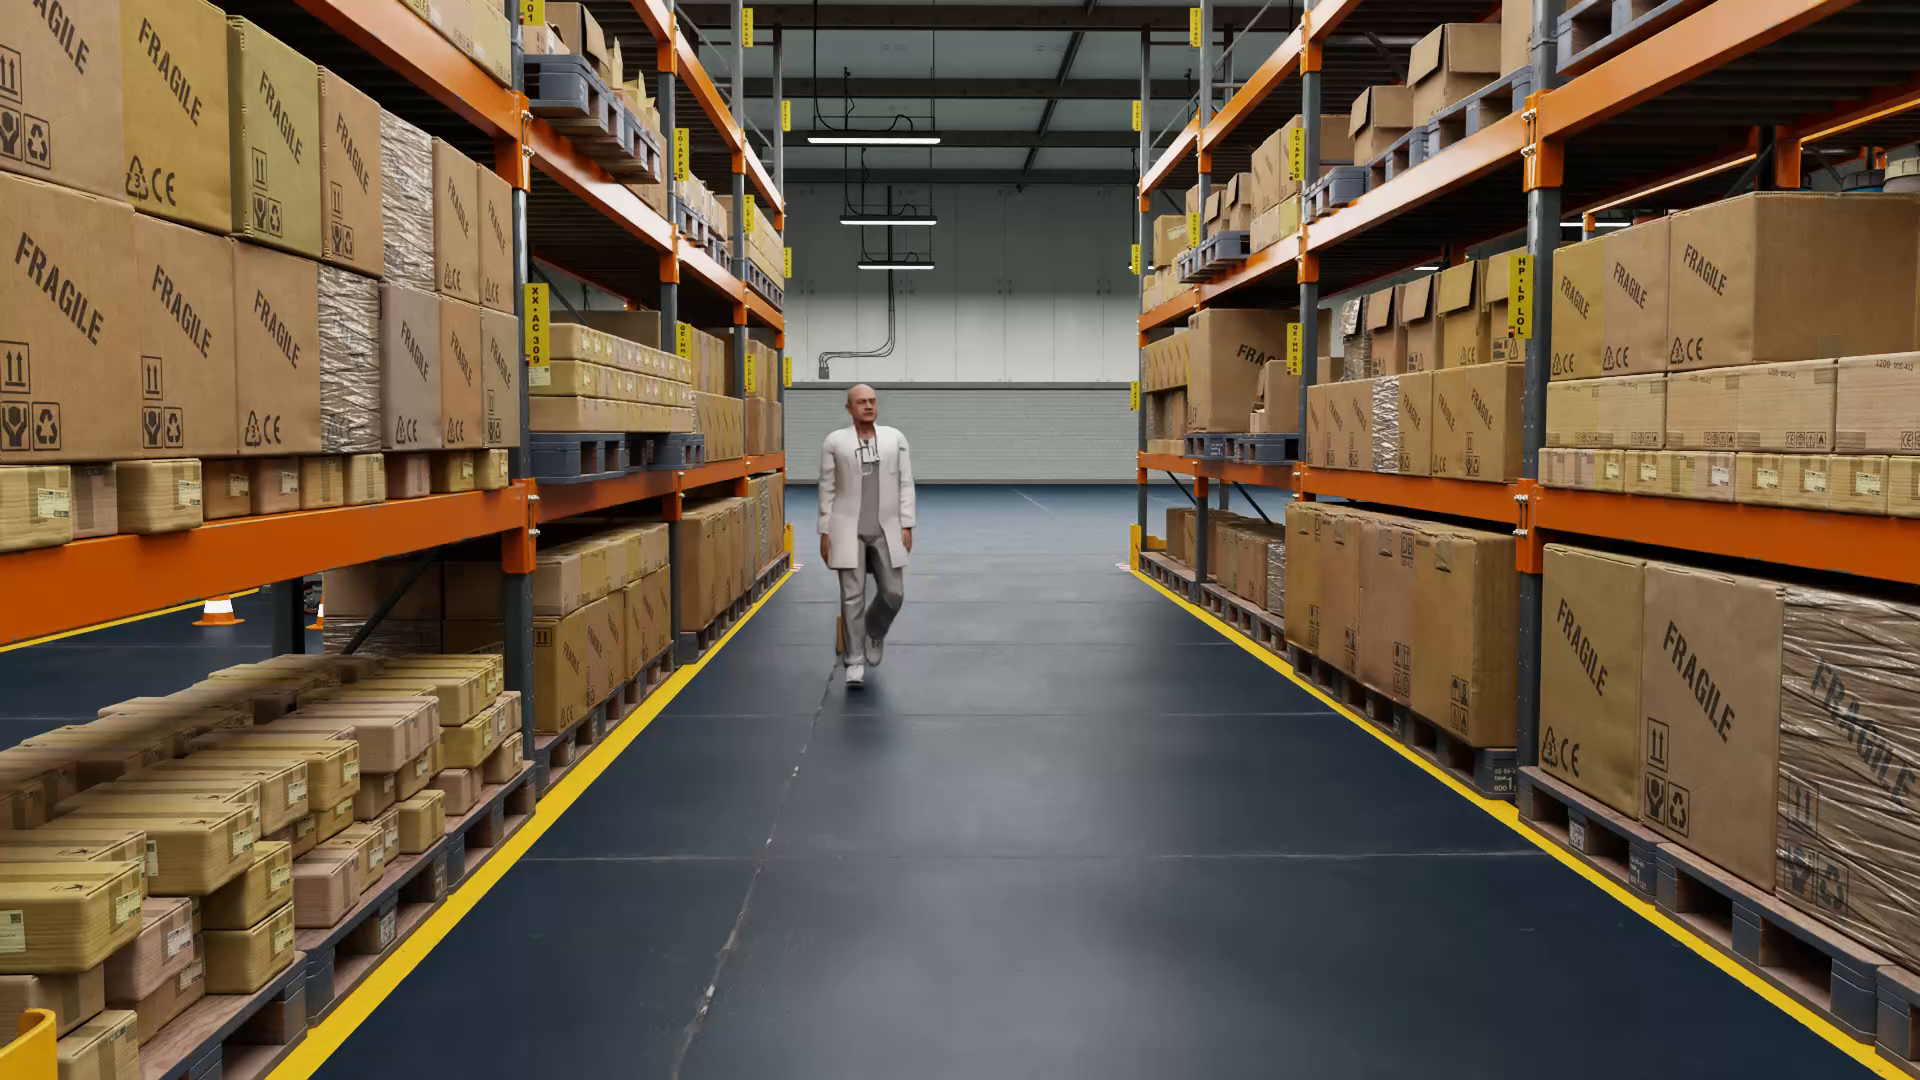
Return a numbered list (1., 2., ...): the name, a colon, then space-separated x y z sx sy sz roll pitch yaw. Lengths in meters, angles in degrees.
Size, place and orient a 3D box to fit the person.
1. person: -0.574 -0.049 10.032 0.606 1.768 0.691 -1 4 -12
